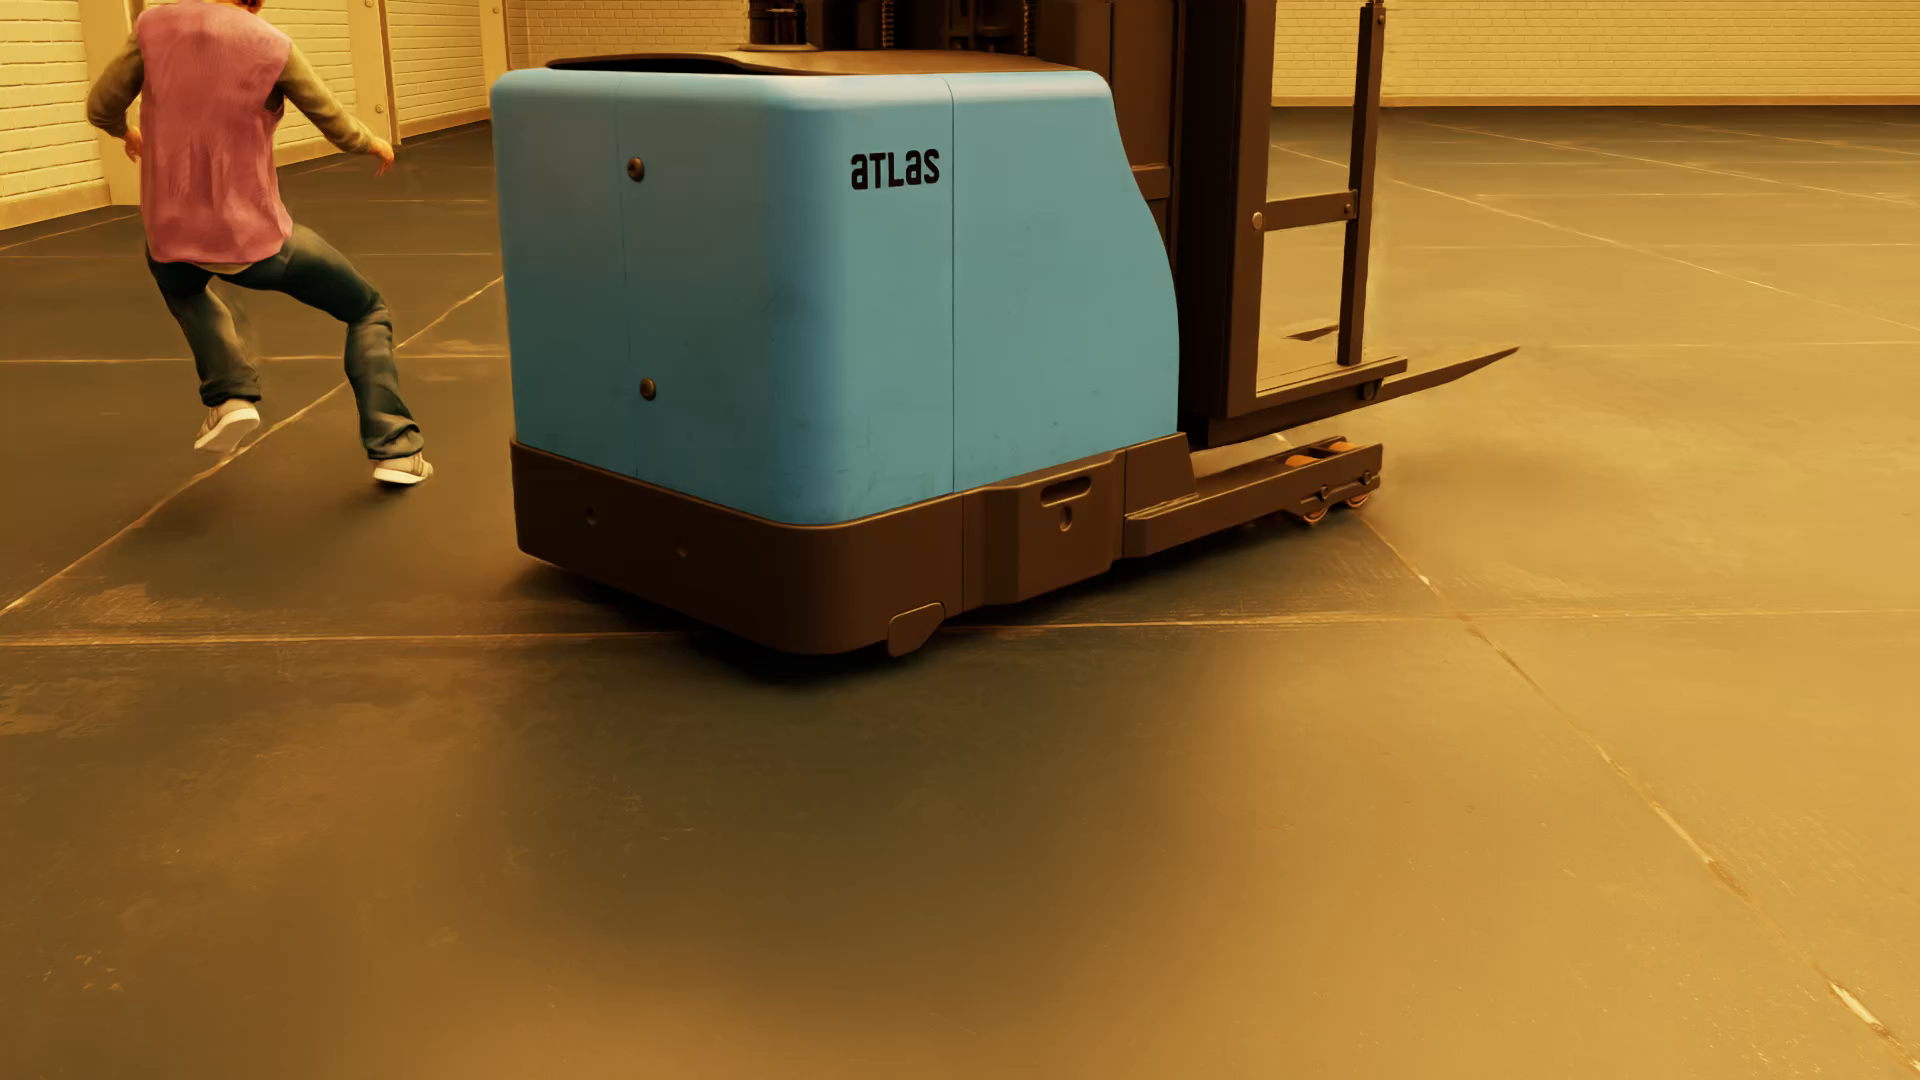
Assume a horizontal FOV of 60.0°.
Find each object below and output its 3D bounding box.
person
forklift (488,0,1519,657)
[{"bbox_3d":[-1.799,-0.834,4.291,0.752,1.443,0.679,0,17,0],"label":"person"},{"bbox_3d":[0.421,-1.536,3.927,1.130,2.935,3.031,16,23,42],"label":"forklift"}]
